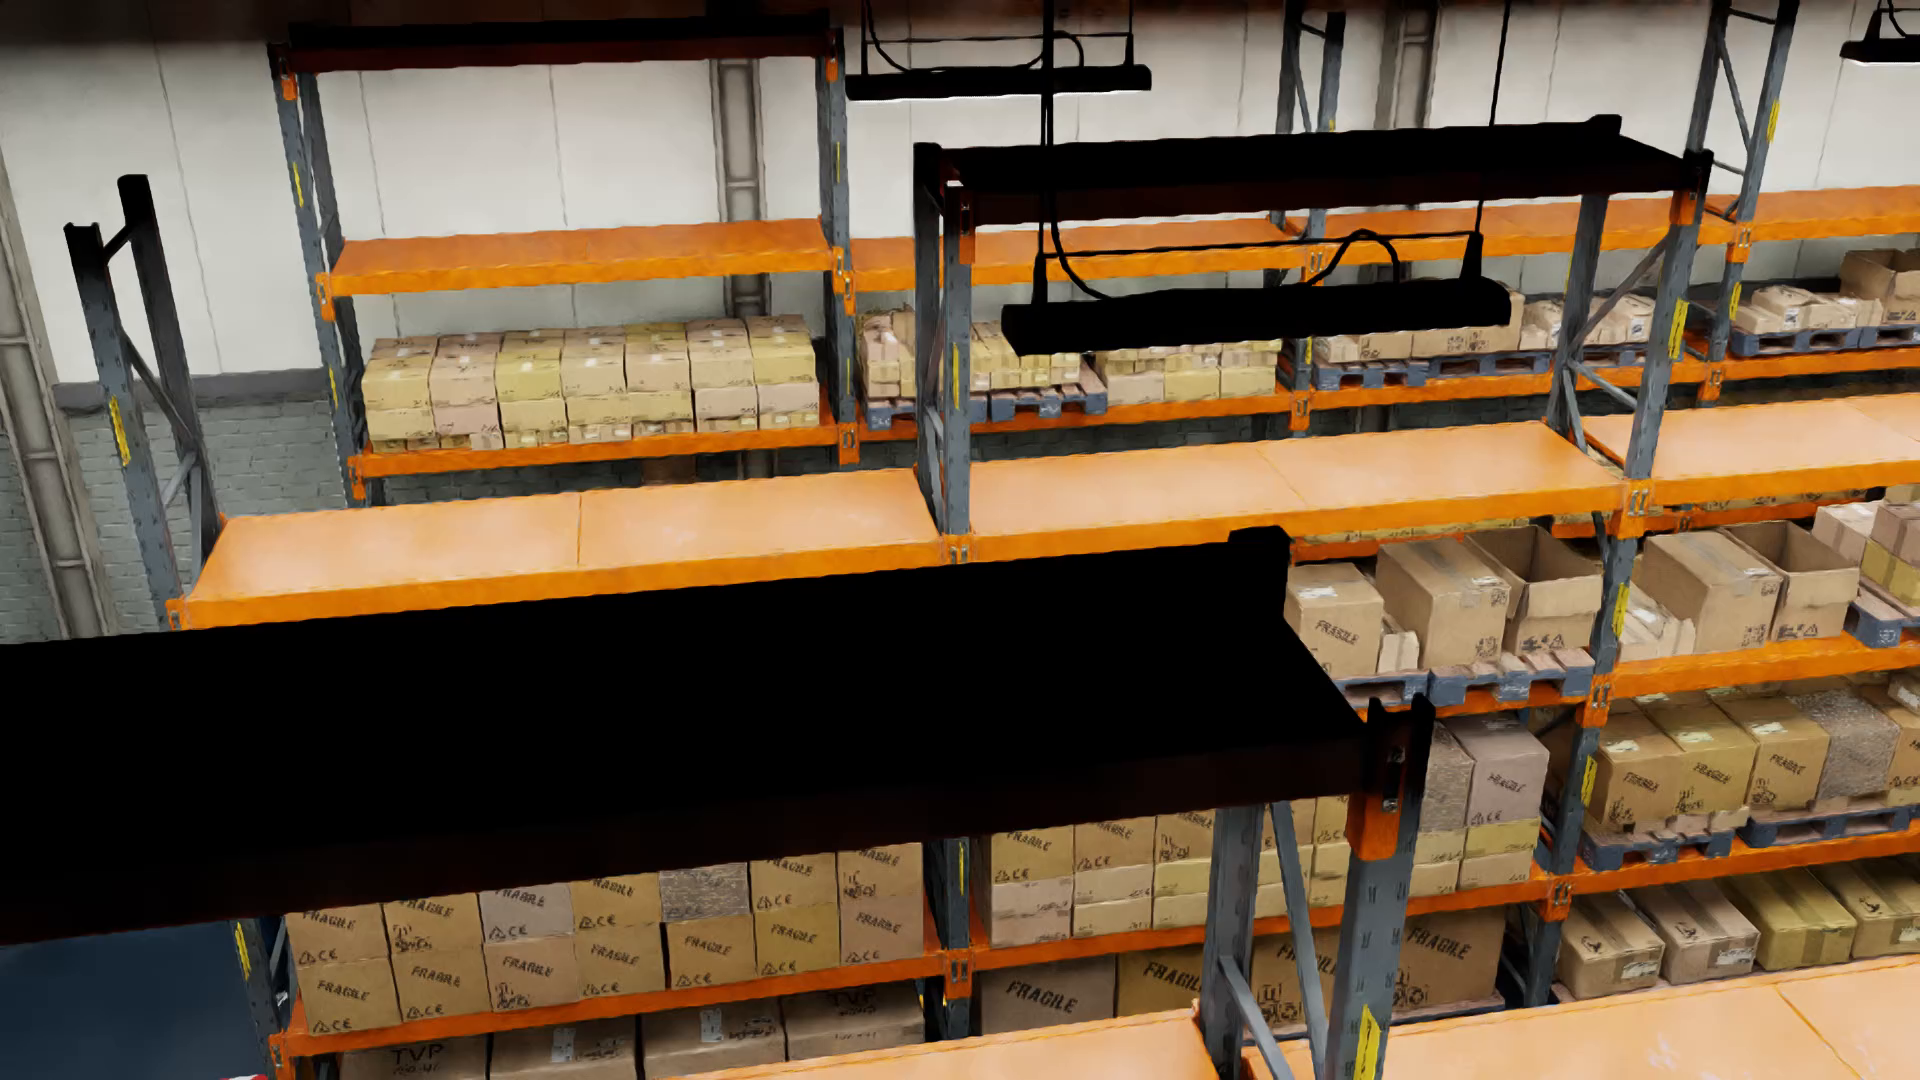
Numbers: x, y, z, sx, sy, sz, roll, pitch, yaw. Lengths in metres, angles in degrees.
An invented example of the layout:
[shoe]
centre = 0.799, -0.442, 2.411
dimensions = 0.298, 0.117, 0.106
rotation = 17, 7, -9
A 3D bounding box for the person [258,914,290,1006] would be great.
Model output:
[person]
centre = -4.644, 2.482, 11.303
dimensions = 0.590, 1.595, 0.540
rotation = 4, 26, 9
